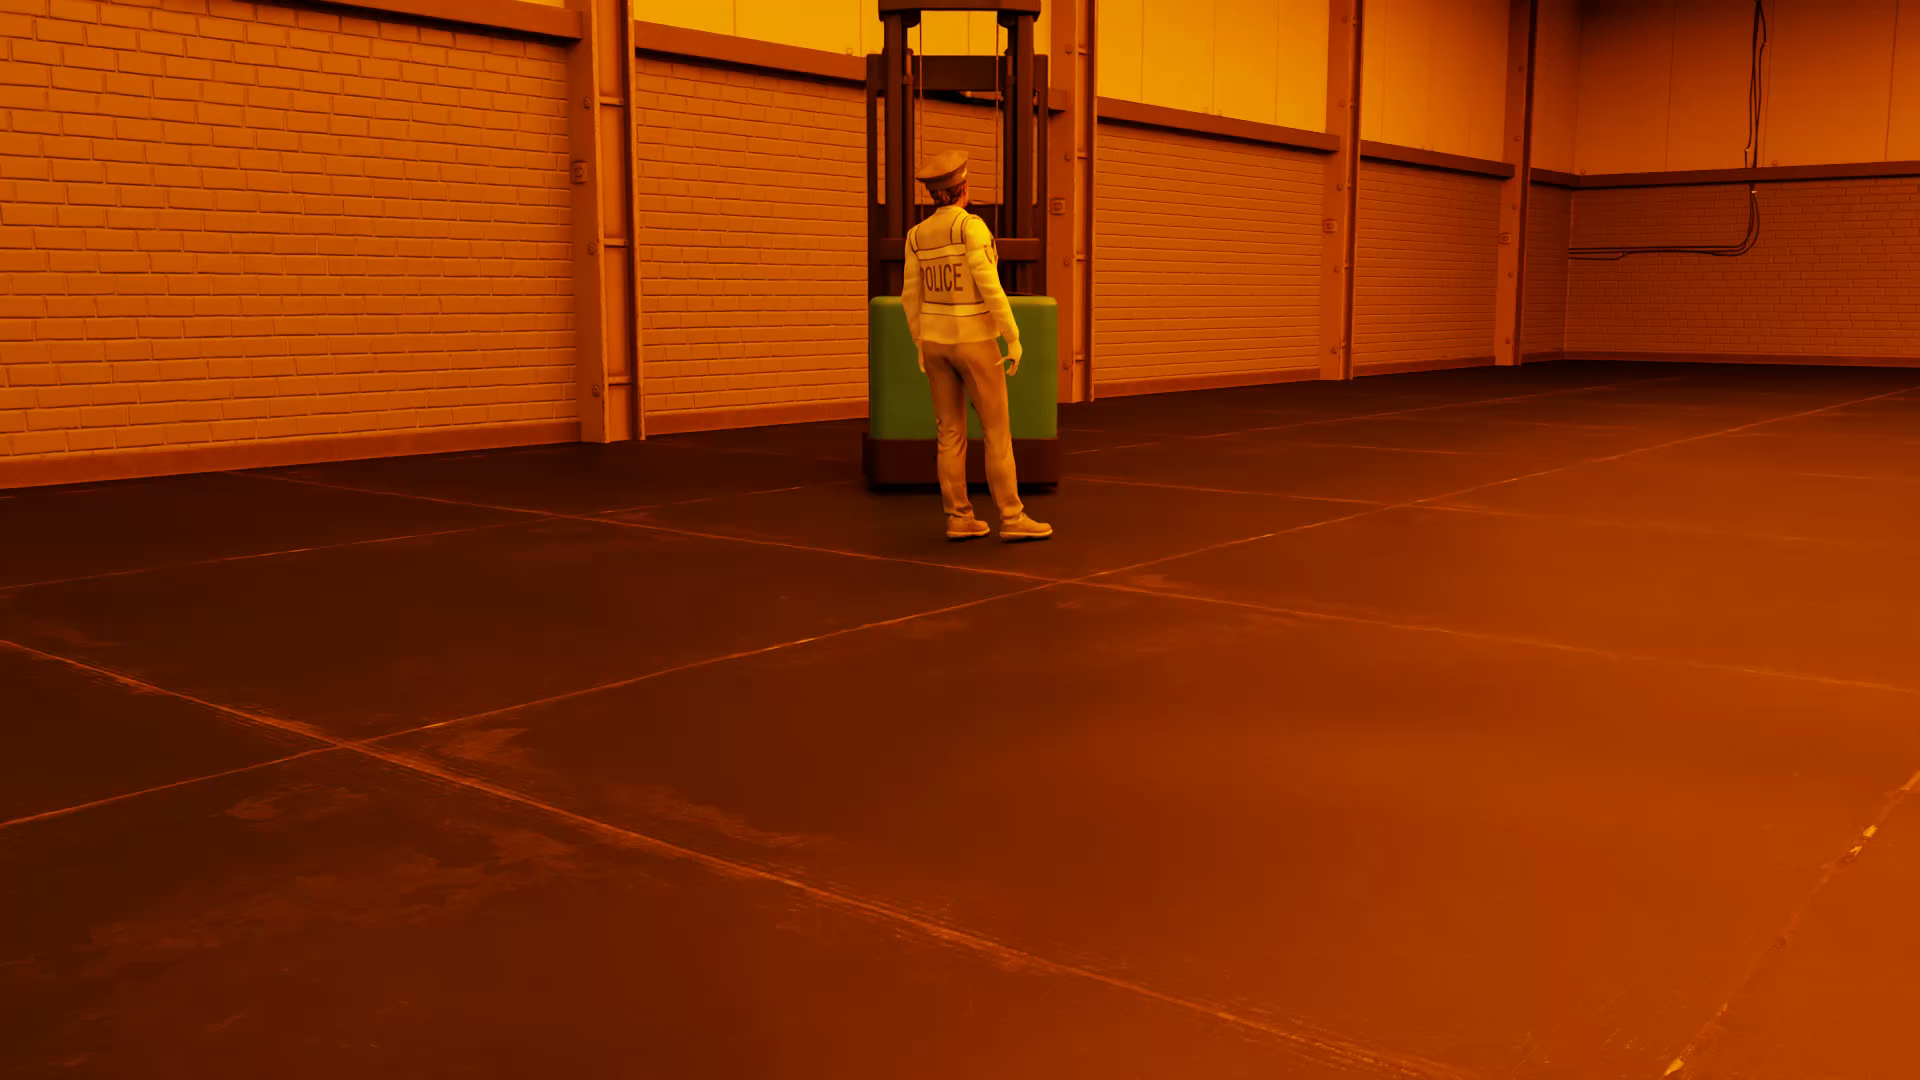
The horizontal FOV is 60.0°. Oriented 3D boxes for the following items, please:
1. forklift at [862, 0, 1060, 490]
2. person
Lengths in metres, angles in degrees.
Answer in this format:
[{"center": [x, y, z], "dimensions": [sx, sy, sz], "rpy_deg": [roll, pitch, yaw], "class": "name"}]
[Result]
[{"center": [-0.025, -1.905, 10.300], "dimensions": [1.130, 2.935, 3.031], "rpy_deg": [0, 8, -2], "class": "forklift"}, {"center": [0.047, -0.852, 7.329], "dimensions": [0.588, 1.696, 0.533], "rpy_deg": [7, 11, 38], "class": "person"}]
